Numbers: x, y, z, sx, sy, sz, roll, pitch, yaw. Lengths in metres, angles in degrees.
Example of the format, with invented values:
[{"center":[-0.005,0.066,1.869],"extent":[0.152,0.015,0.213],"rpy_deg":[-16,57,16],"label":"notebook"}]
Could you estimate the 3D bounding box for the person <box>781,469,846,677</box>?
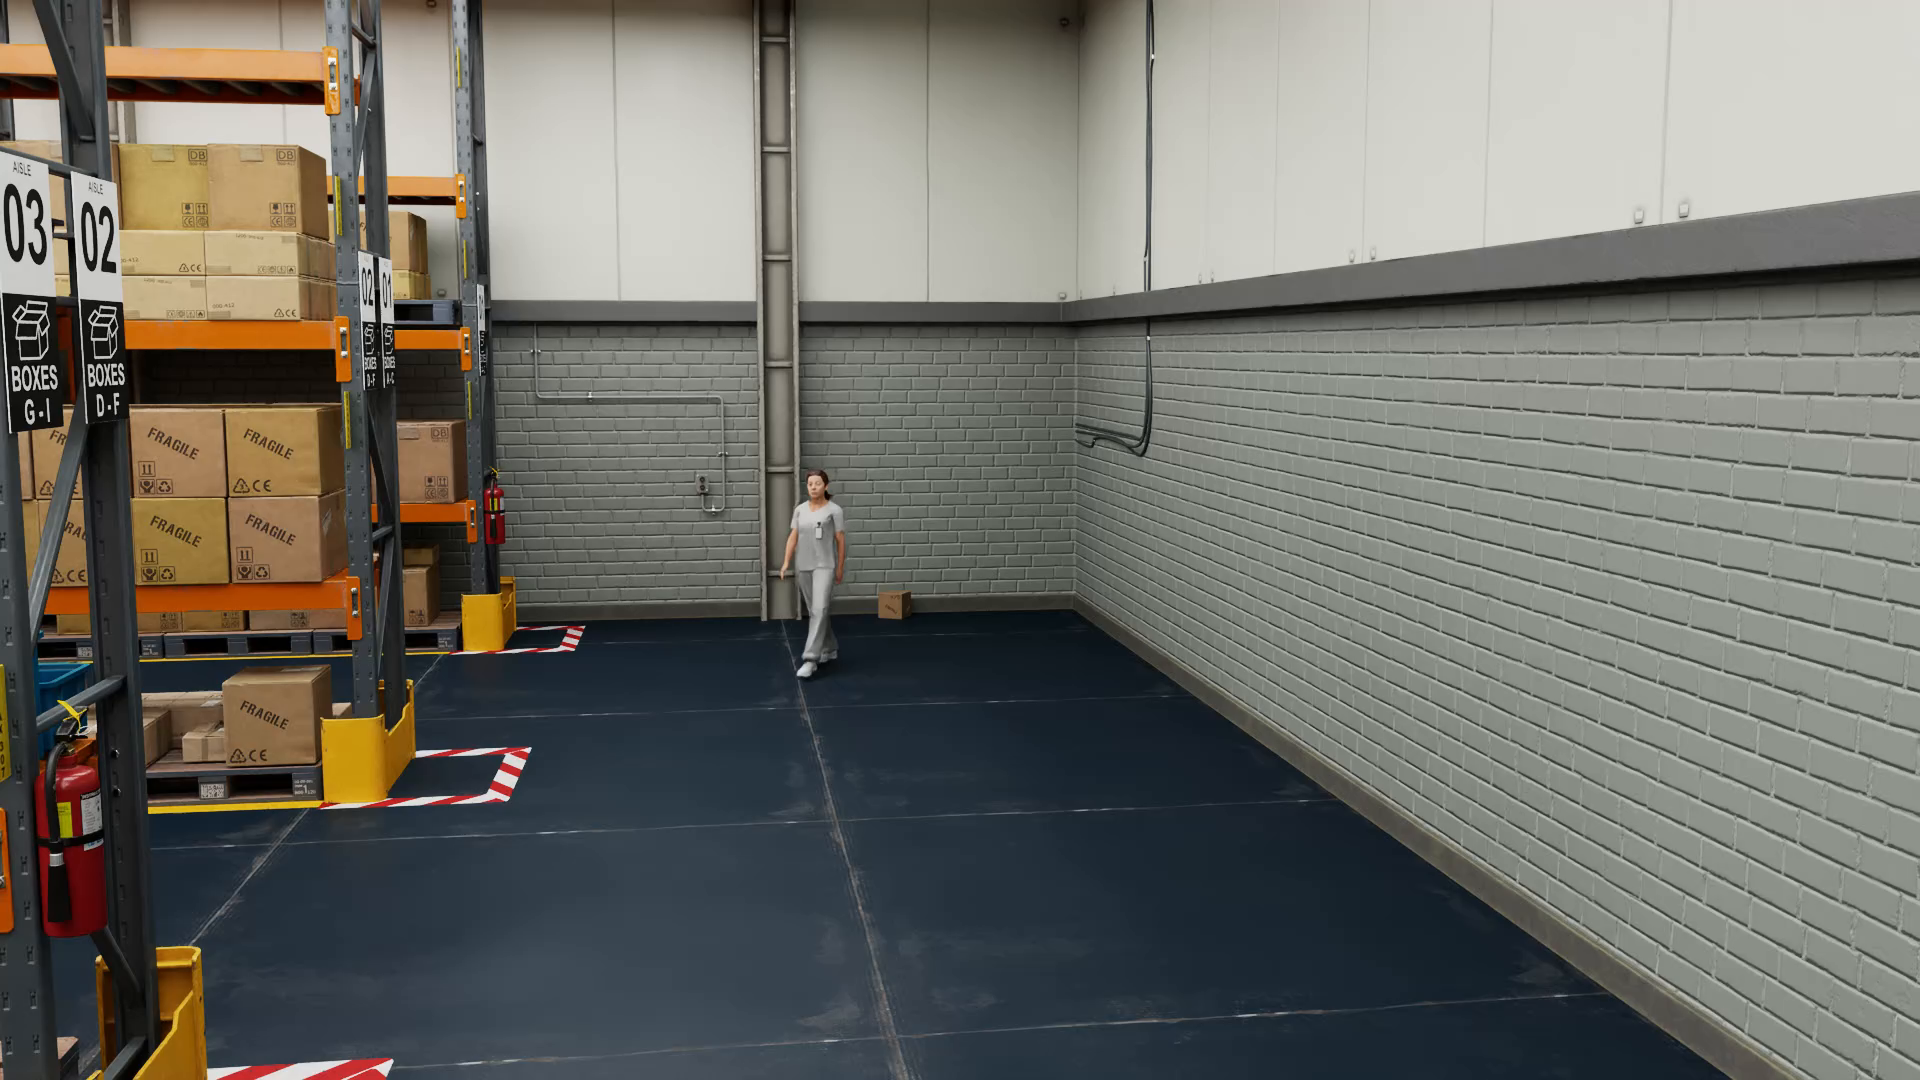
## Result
[{"center":[-1.228,0.244,13.593],"extent":[0.455,1.625,0.925],"rpy_deg":[3,7,22],"label":"person"}]
